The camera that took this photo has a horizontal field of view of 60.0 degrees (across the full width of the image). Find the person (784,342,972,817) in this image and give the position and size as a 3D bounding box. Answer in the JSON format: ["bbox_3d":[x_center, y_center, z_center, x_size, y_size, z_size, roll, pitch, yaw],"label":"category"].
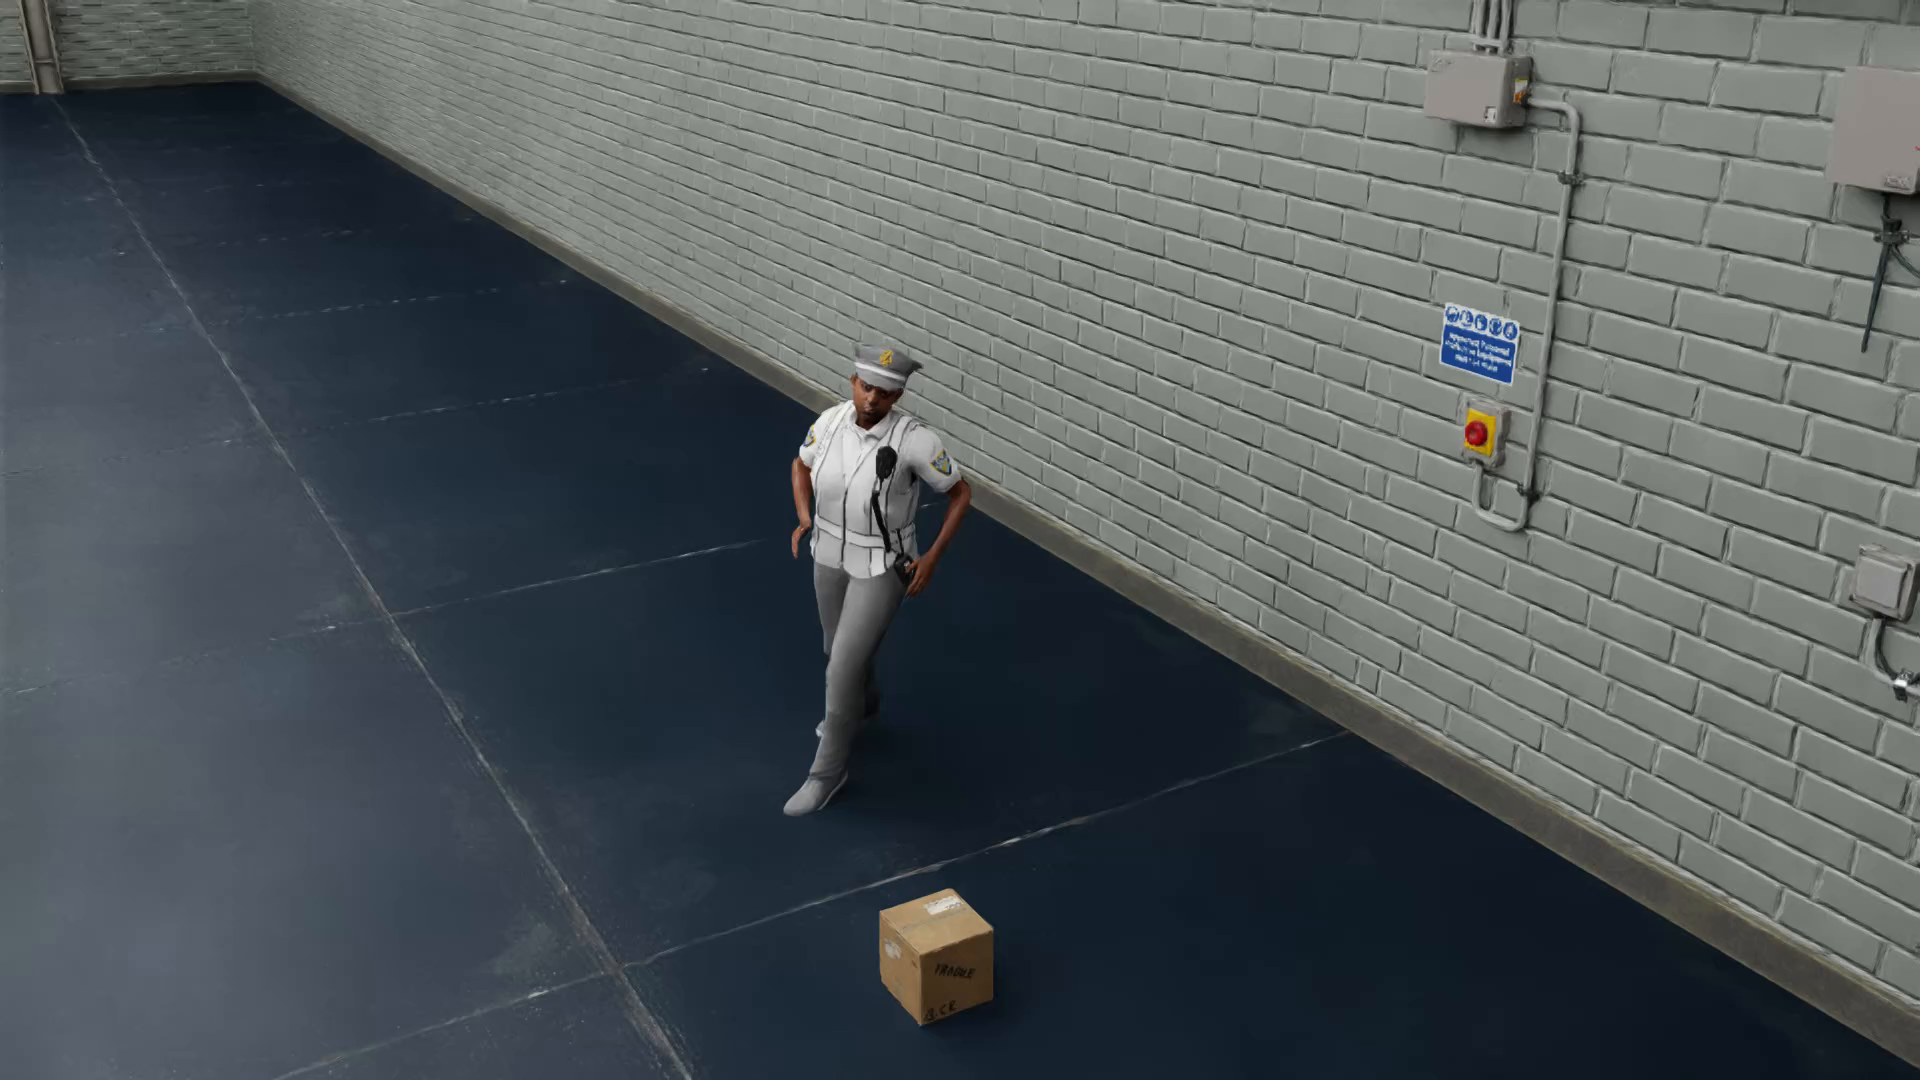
[{"bbox_3d":[-0.325,0.118,5.797,0.658,1.719,0.704,13,25,28],"label":"person"}]
